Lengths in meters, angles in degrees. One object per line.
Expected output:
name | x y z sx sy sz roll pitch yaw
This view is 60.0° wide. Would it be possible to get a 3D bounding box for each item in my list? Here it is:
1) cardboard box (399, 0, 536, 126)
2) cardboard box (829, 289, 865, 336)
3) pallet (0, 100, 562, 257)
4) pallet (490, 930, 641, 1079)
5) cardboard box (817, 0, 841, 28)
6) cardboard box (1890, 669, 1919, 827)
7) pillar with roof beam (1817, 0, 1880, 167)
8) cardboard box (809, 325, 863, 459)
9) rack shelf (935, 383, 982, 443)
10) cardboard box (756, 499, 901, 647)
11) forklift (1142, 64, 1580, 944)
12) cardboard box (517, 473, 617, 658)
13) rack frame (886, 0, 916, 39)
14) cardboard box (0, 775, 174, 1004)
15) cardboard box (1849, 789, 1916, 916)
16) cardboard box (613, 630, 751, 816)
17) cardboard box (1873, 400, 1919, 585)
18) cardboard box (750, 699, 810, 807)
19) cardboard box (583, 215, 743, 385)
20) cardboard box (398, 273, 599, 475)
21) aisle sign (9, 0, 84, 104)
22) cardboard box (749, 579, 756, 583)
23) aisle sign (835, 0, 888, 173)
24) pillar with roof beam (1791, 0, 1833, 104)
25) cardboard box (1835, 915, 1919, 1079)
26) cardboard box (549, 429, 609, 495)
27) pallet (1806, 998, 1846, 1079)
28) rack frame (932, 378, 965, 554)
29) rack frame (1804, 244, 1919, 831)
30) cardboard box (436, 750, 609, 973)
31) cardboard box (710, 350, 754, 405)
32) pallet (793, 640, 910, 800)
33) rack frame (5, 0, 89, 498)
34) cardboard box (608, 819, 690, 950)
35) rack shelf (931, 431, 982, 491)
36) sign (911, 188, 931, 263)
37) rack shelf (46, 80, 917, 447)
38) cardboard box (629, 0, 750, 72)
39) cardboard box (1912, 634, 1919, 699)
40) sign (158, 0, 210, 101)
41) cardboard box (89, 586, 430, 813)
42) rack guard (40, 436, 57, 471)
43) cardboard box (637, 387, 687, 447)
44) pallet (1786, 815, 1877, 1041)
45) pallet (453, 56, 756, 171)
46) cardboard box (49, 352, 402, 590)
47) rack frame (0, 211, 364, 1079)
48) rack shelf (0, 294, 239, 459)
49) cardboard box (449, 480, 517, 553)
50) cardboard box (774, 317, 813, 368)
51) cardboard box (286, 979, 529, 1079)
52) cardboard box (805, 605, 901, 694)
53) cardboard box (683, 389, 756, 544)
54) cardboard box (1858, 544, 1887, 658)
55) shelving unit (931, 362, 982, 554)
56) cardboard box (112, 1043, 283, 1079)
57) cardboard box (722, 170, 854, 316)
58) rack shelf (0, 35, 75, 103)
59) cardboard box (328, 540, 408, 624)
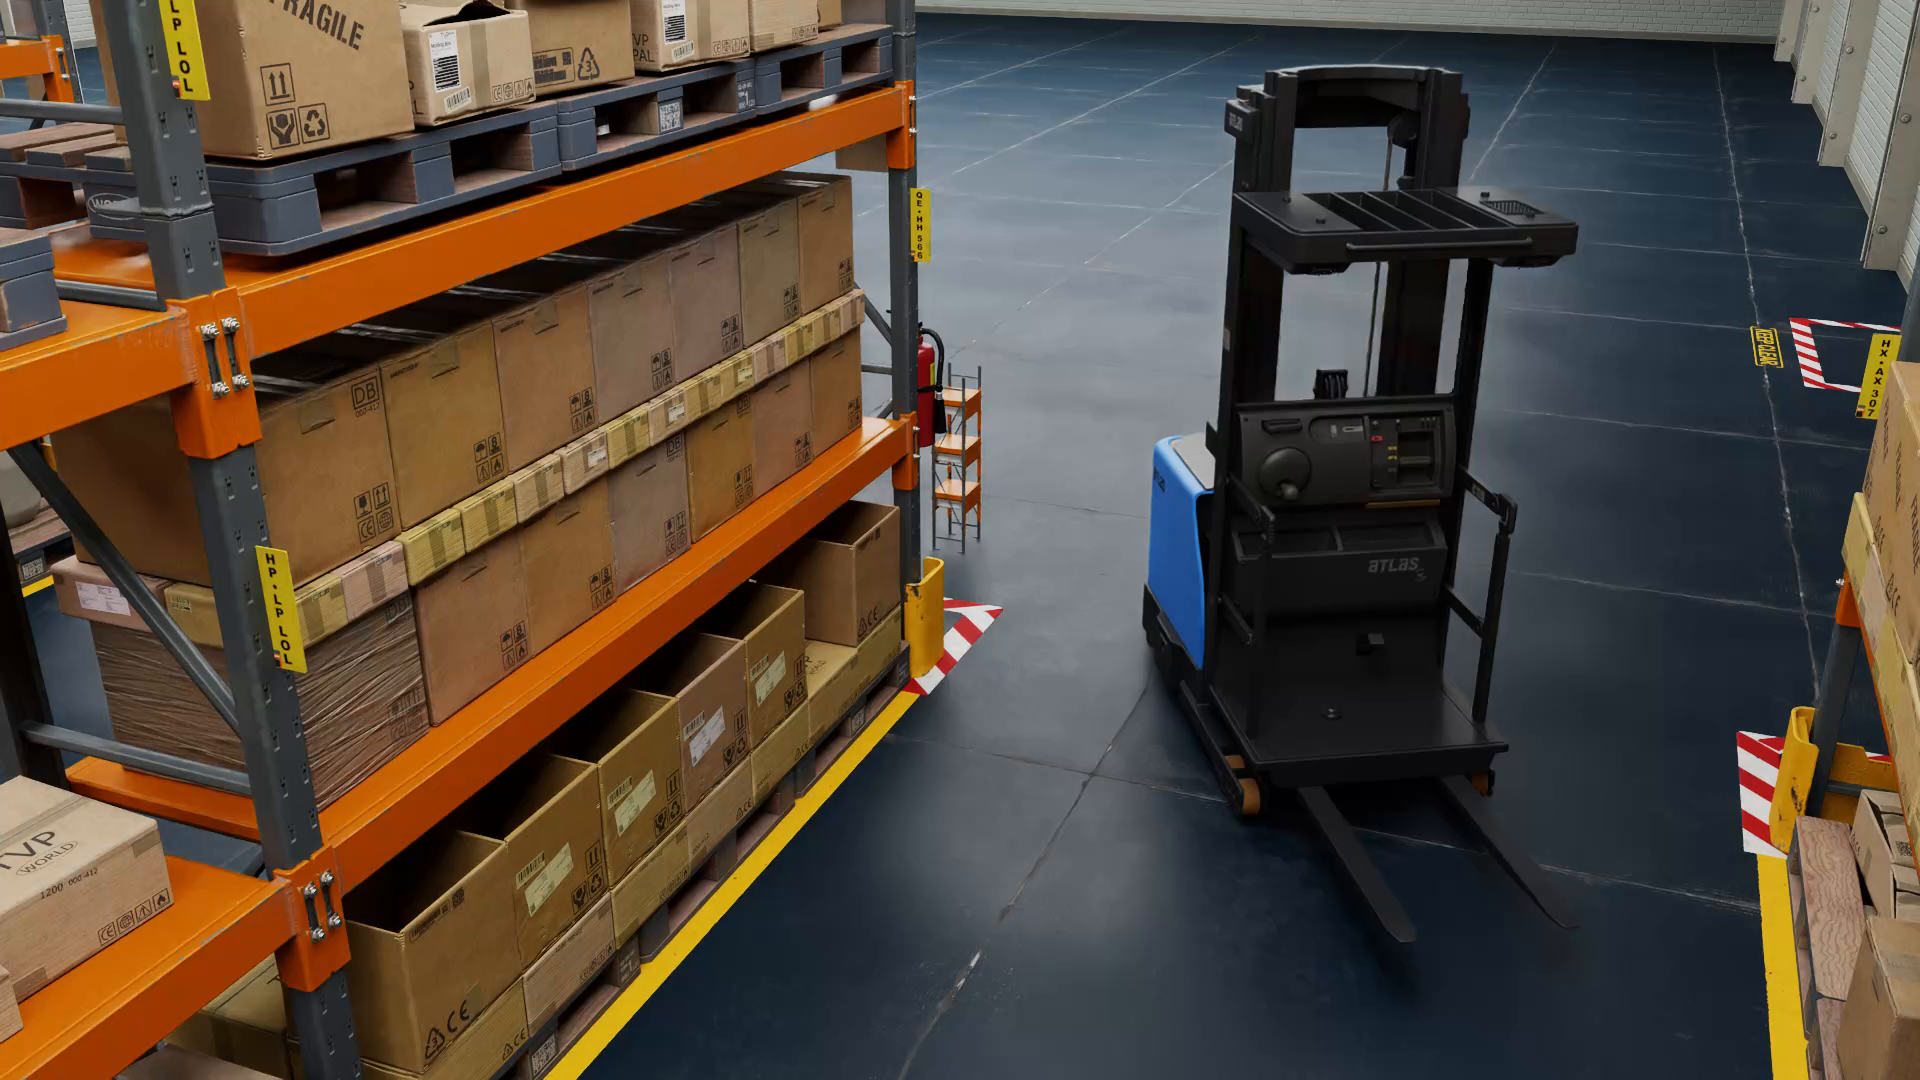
cardboard box | -1.530 -1.343 4.571 0.500 0.311 0.500 7 24 17
cardboard box | -0.642 -1.019 7.326 0.380 0.149 0.250 8 24 19
pallet | -1.870 -1.058 4.614 1.003 0.211 1.213 9 24 20
pallet | -1.828 1.602 5.640 1.003 0.211 1.213 9 24 20
cardboard box | -0.894 -2.322 6.666 0.797 0.503 0.637 11 25 24
cardboard box | 2.884 0.610 4.567 0.500 0.250 0.500 9 24 21
pillar with roof beam | 7.156 -9.581 21.012 9.100 9.000 0.400 9 24 20
cardboard box | -0.862 -0.718 7.448 0.700 0.500 0.500 9 24 20
rack shelf | -0.020 -0.717 9.397 0.215 0.259 0.240 9 24 20
cardboard box | -0.600 0.126 7.606 0.500 0.500 0.500 9 24 20
forklift | 1.654 -0.336 6.753 1.130 2.935 3.031 -3 23 -8
cardboard box | -1.624 0.020 5.682 0.700 0.500 0.500 9 24 21
rack frame | -0.677 -3.606 6.706 1.000 3.000 0.127 9 24 20
cardboard box | -2.305 0.846 4.028 0.500 0.250 0.500 10 25 23
cardboard box | 3.583 1.143 6.040 0.500 0.311 0.500 6 23 14
cardboard box | -1.144 0.665 6.316 0.500 0.500 0.500 9 24 20
cardboard box | 3.275 -0.112 5.323 0.500 0.500 0.500 9 24 20
cardboard box | -0.960 0.832 6.890 0.500 0.250 0.500 9 24 20
cardboard box | -1.258 -0.928 6.268 0.700 0.500 0.500 9 24 20
cardboard box | -1.630 -0.570 5.411 0.700 0.500 0.500 9 24 20
aisle sign | -4.972 -2.731 9.023 0.394 0.787 0.004 9 24 20
cardboard box | -1.082 0.398 7.929 0.500 0.250 0.500 9 24 20
aisle sign | -0.380 -2.018 7.317 0.394 0.787 0.004 9 24 20
pillar with roof beam | 9.385 -11.728 26.152 9.100 9.000 0.400 9 24 20
cardboard box | 3.053 1.515 4.903 0.700 0.500 0.500 7 24 17
cardboard box | -1.408 -0.282 5.561 0.380 0.149 0.250 8 24 19
pallet | 3.106 1.905 4.915 1.003 0.211 1.213 9 24 20
rack frame | -0.065 -0.422 9.397 0.200 1.050 0.008 9 24 20
rack frame | 3.924 -0.129 6.168 1.000 3.000 0.127 9 24 20
cardboard box | -1.521 1.022 5.461 0.500 0.500 0.500 9 24 20
cardboard box | -1.025 -0.650 6.442 0.380 0.149 0.250 10 25 22
pallet | -0.922 0.729 7.731 1.003 0.211 1.213 9 24 20
rack frame | -5.274 -1.548 9.564 1.000 3.000 0.127 9 24 20
cardboard box | -1.328 1.190 6.031 0.500 0.250 0.500 9 24 20
rack shelf | -0.020 -0.456 9.506 0.215 0.259 0.240 9 24 20
sign | -0.178 -1.398 7.396 0.100 0.325 0.005 9 24 20
rack shelf | -1.420 -1.174 5.710 1.077 0.370 4.000 9 24 20
cardboard box | -1.066 -1.790 5.641 0.500 0.311 0.500 12 25 26
cardboard box | 2.896 0.258 4.436 0.500 0.500 0.500 10 25 22
sign | -1.655 -1.100 3.520 0.100 0.325 0.005 9 24 20
cardboard box | -2.004 0.388 4.799 0.700 0.500 0.500 8 24 19
rack guard | -5.259 -0.360 9.964 1.175 0.500 0.348 9 24 20
cardboard box | -1.216 -0.463 5.996 0.380 0.149 0.250 8 24 19
pallet | 3.561 1.470 5.957 1.003 0.211 1.213 9 24 20
pallet | -1.415 -1.493 5.656 1.003 0.211 1.213 9 24 20
cardboard box | -2.004 -0.210 4.549 0.700 0.500 0.500 9 24 20
rack frame | -2.162 0.594 4.436 1.000 3.000 0.127 9 24 20
rack shelf | -2.905 0.258 2.283 1.077 0.370 4.000 9 24 20
cardboard box | -1.599 -0.096 5.117 0.380 0.149 0.250 9 24 20
cardboard box | -0.833 -0.833 6.882 0.380 0.149 0.250 8 24 19
cardboard box | -1.709 1.547 5.178 0.500 0.250 0.500 9 24 20
cardboard box | -0.602 0.472 7.751 0.500 0.250 0.500 9 24 20
cardboard box | -1.242 -0.353 6.573 0.700 0.500 0.500 9 24 20
cardboard box | 3.268 0.248 5.434 0.500 0.250 0.500 8 24 18
shelving unit | -0.020 -0.465 9.502 0.215 1.050 0.252 9 24 20
cardboard box | -2.047 1.596 4.332 0.500 0.311 0.500 9 24 20
cardboard box | -0.882 -1.298 7.153 0.700 0.500 0.500 9 24 20
rack shelf | -6.017 -1.884 7.411 1.077 0.370 4.000 9 24 20
cardboard box | -1.790 0.090 4.670 0.380 0.149 0.250 9 24 21
